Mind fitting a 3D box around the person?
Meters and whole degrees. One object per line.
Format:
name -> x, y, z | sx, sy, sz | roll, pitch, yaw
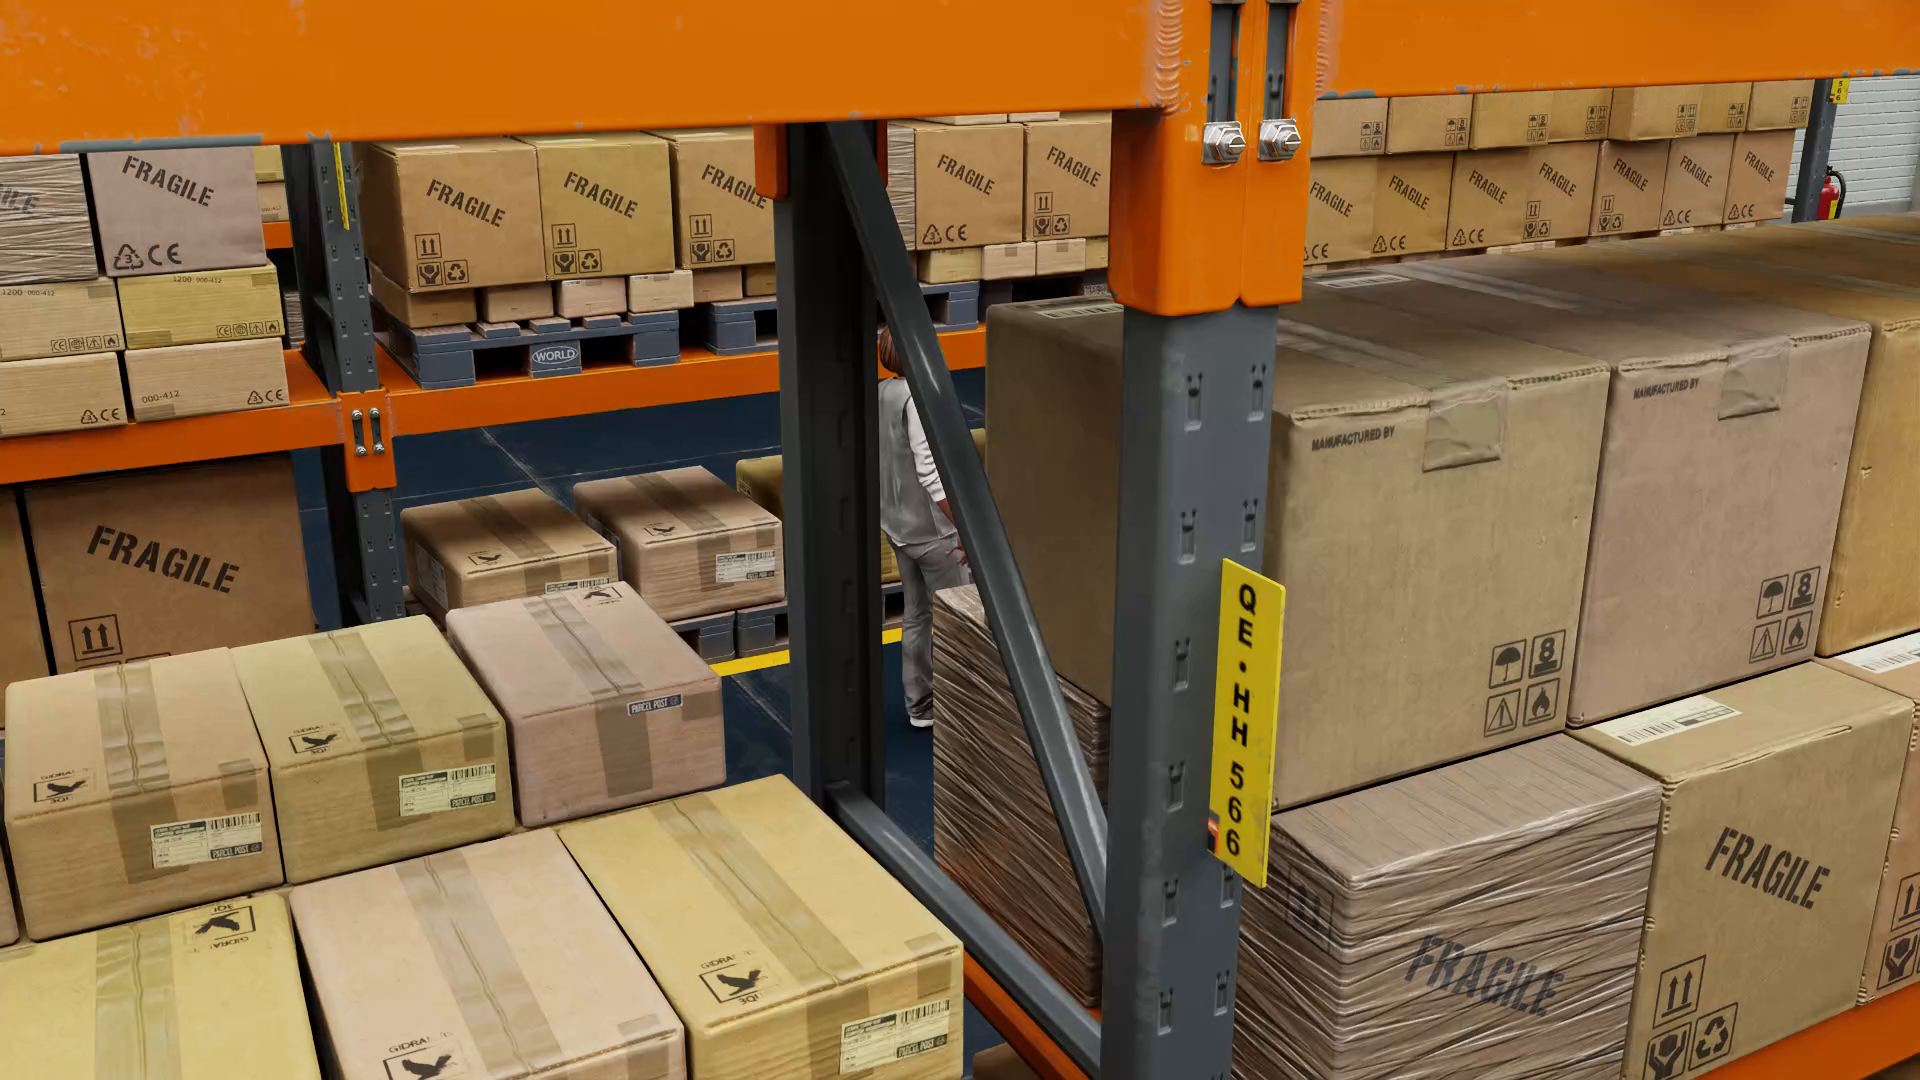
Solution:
person -> -0.065, -0.048, 6.192 | 0.473, 1.598, 0.521 | -10, 21, -27
